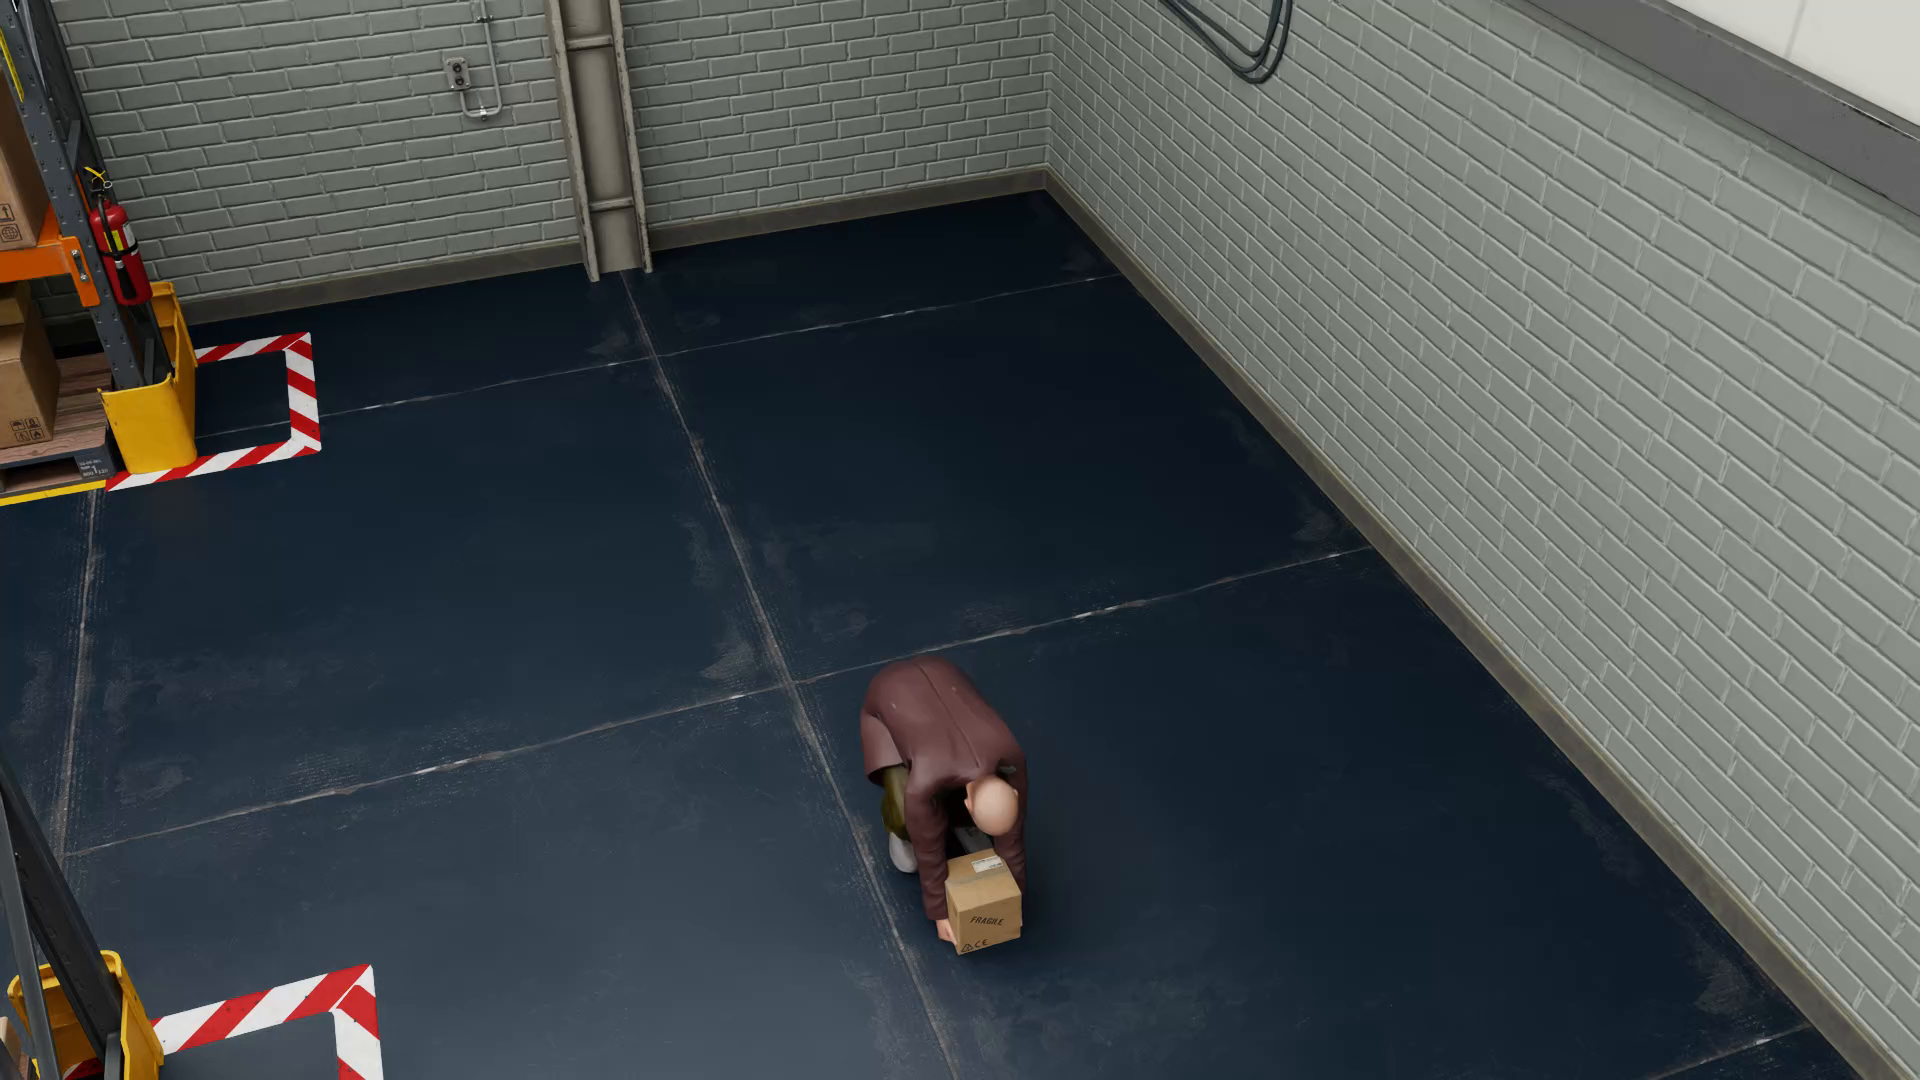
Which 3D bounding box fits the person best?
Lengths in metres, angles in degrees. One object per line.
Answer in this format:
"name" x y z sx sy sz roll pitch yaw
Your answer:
"person" -0.052 0.952 6.337 0.580 0.858 0.951 -14 39 -17
